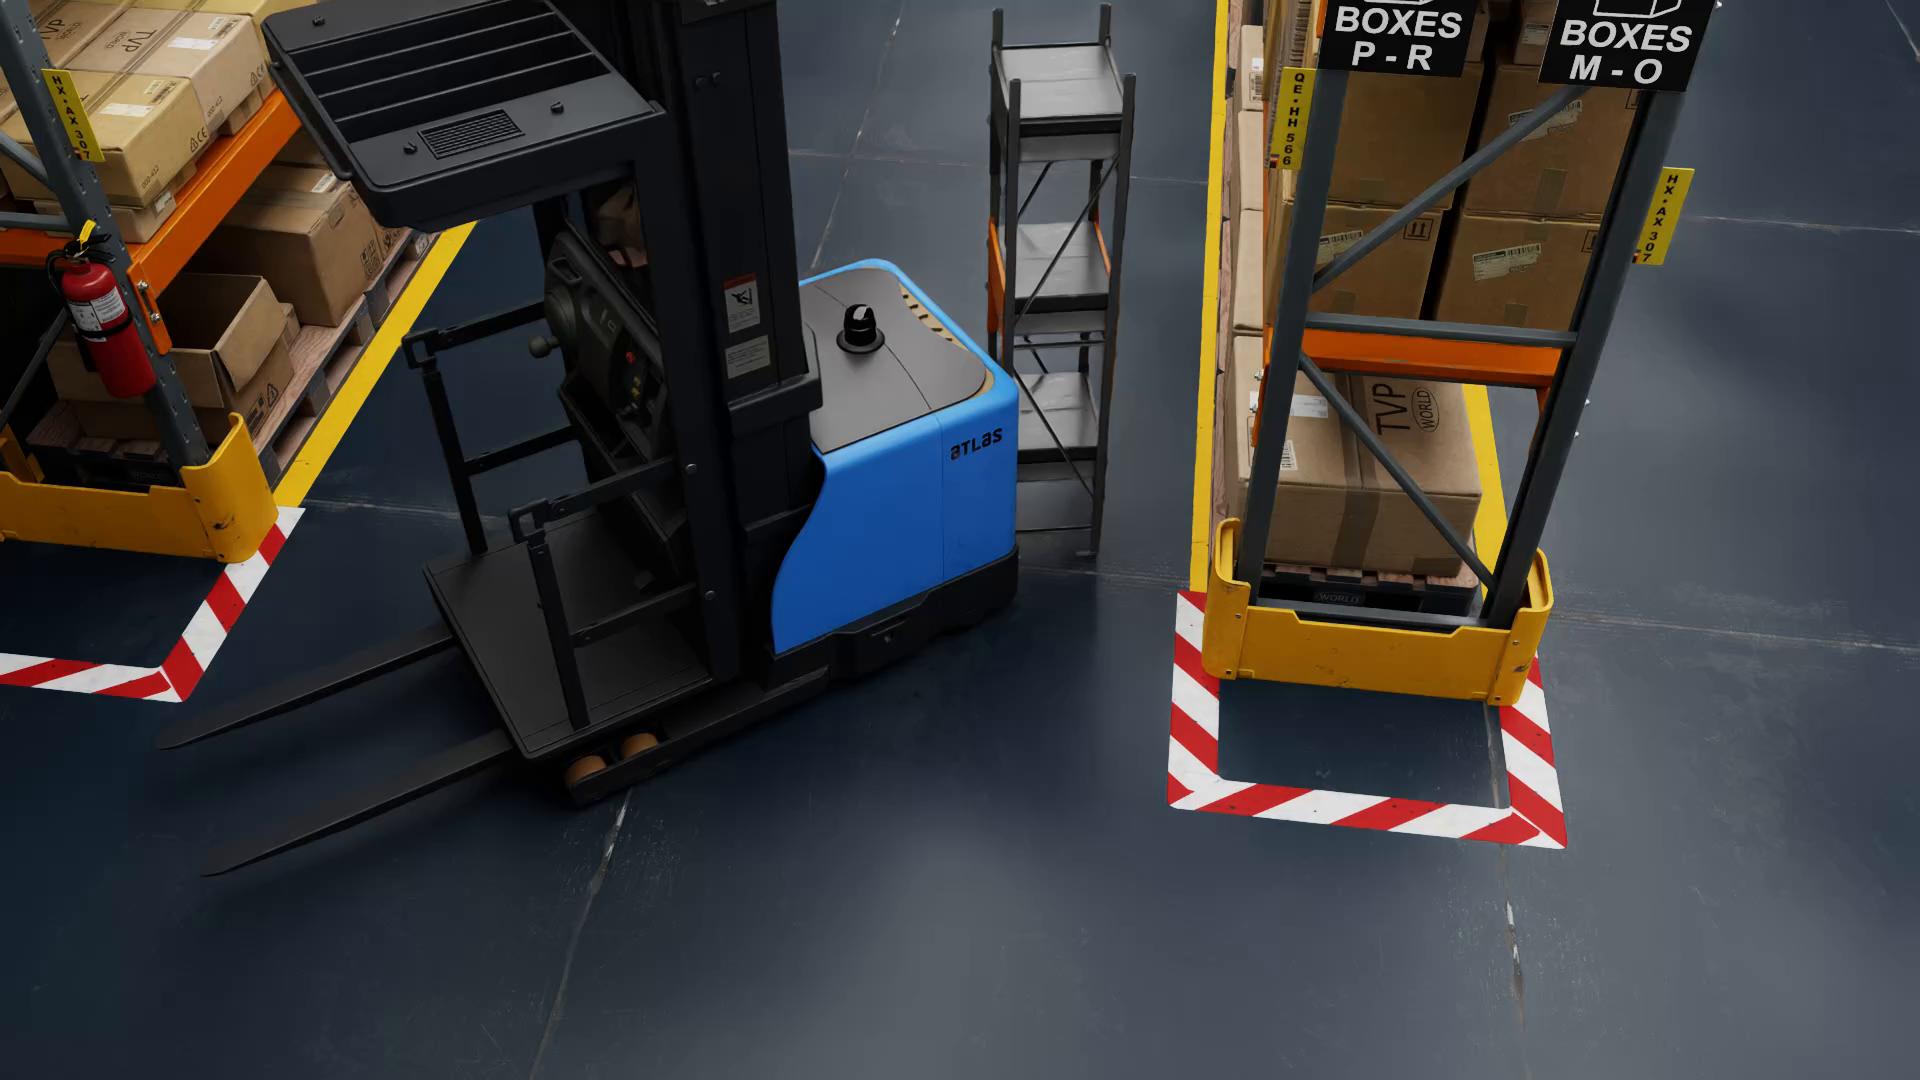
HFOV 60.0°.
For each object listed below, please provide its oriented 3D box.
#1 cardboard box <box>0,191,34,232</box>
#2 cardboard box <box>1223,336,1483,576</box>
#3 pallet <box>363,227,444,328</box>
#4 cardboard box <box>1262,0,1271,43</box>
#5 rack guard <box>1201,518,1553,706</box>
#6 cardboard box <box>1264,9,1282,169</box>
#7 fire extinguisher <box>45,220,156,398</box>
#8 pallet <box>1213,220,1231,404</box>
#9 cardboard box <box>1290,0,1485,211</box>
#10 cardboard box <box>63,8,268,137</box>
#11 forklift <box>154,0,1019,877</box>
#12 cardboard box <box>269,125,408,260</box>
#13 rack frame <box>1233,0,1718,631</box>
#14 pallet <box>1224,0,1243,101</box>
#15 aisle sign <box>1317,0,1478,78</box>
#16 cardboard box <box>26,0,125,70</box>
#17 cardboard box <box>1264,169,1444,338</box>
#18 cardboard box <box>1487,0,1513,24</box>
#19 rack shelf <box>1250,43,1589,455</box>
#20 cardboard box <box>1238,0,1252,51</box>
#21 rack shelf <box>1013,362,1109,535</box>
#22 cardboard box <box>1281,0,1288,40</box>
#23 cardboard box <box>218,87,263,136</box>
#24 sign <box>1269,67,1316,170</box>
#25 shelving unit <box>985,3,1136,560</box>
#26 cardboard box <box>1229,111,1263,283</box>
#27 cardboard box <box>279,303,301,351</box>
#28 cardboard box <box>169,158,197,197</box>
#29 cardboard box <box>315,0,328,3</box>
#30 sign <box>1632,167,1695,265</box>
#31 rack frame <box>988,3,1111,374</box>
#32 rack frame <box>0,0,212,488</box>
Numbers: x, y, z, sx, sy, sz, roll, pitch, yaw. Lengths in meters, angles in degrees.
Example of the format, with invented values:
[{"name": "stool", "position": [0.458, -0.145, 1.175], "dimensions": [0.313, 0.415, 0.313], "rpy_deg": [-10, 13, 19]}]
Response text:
[{"name": "cardboard box", "position": [-3.635, -1.267, 6.089], "dimensions": [0.380, 0.149, 0.250], "rpy_deg": [5, 44, 5]}, {"name": "cardboard box", "position": [1.496, -0.340, 6.486], "dimensions": [0.875, 0.438, 0.875], "rpy_deg": [4, 44, 4]}, {"name": "pallet", "position": [-3.135, -1.520, 8.202], "dimensions": [1.003, 0.211, 1.213], "rpy_deg": [5, 44, 6]}, {"name": "cardboard box", "position": [1.572, -2.445, 7.078], "dimensions": [0.500, 0.500, 0.500], "rpy_deg": [5, 44, 6]}, {"name": "rack guard", "position": [1.504, 0.265, 6.107], "dimensions": [1.175, 0.500, 0.348], "rpy_deg": [5, 44, 6]}, {"name": "cardboard box", "position": [1.448, -1.741, 6.334], "dimensions": [0.500, 0.500, 0.500], "rpy_deg": [6, 44, 7]}, {"name": "fire extinguisher", "position": [-2.975, -0.802, 5.743], "dimensions": [0.296, 0.674, 0.183], "rpy_deg": [5, 44, 6]}, {"name": "pallet", "position": [1.699, -1.028, 7.682], "dimensions": [1.003, 0.211, 1.213], "rpy_deg": [5, 44, 6]}, {"name": "cardboard box", "position": [1.335, -1.409, 5.256], "dimensions": [0.500, 0.500, 0.500], "rpy_deg": [7, 44, 7]}, {"name": "cardboard box", "position": [-3.020, -1.790, 6.351], "dimensions": [0.500, 0.250, 0.500], "rpy_deg": [6, 44, 6]}, {"name": "forklift", "position": [-1.304, -0.569, 5.219], "dimensions": [3.031, 2.935, 1.130], "rpy_deg": [-23, 48, -22]}, {"name": "cardboard box", "position": [-2.918, -1.691, 7.867], "dimensions": [0.500, 0.500, 0.500], "rpy_deg": [6, 44, 6]}, {"name": "rack frame", "position": [1.507, -0.659, 5.265], "dimensions": [1.000, 3.000, 0.127], "rpy_deg": [5, 44, 6]}, {"name": "pallet", "position": [2.064, -2.906, 9.665], "dimensions": [1.003, 0.211, 1.213], "rpy_deg": [5, 44, 6]}, {"name": "aisle sign", "position": [1.191, -1.582, 4.349], "dimensions": [0.394, 0.787, 0.004], "rpy_deg": [5, 44, 6]}, {"name": "cardboard box", "position": [-3.546, -1.850, 6.415], "dimensions": [0.500, 0.250, 0.500], "rpy_deg": [5, 44, 6]}, {"name": "cardboard box", "position": [1.309, -1.048, 5.603], "dimensions": [0.500, 0.500, 0.500], "rpy_deg": [5, 44, 6]}, {"name": "cardboard box", "position": [1.793, -1.696, 5.088], "dimensions": [0.380, 0.149, 0.250], "rpy_deg": [6, 44, 7]}, {"name": "rack shelf", "position": [1.772, -1.761, 6.952], "dimensions": [1.077, 0.370, 4.000], "rpy_deg": [5, 44, 6]}, {"name": "cardboard box", "position": [2.039, -3.196, 9.184], "dimensions": [0.875, 0.875, 0.875], "rpy_deg": [6, 44, 7]}, {"name": "rack shelf", "position": [0.333, -0.344, 6.624], "dimensions": [0.431, 0.518, 0.480], "rpy_deg": [-4, 44, -4]}, {"name": "cardboard box", "position": [1.444, -2.105, 5.991], "dimensions": [0.500, 0.500, 0.500], "rpy_deg": [5, 44, 5]}, {"name": "cardboard box", "position": [-3.016, -1.742, 6.591], "dimensions": [0.380, 0.149, 0.250], "rpy_deg": [7, 44, 7]}, {"name": "sign", "position": [0.971, -1.225, 4.847], "dimensions": [0.100, 0.325, 0.005], "rpy_deg": [5, 44, 6]}, {"name": "shelving unit", "position": [0.333, -0.862, 6.133], "dimensions": [0.431, 2.100, 0.503], "rpy_deg": [-4, 44, -4]}, {"name": "cardboard box", "position": [1.729, -1.579, 7.794], "dimensions": [0.875, 0.438, 0.875], "rpy_deg": [4, 44, 4]}, {"name": "cardboard box", "position": [-3.144, -0.920, 7.308], "dimensions": [0.380, 0.149, 0.250], "rpy_deg": [4, 44, 4]}, {"name": "cardboard box", "position": [-3.110, -1.393, 6.223], "dimensions": [0.380, 0.149, 0.250], "rpy_deg": [6, 44, 7]}, {"name": "cardboard box", "position": [-2.909, -2.486, 7.087], "dimensions": [0.500, 0.250, 0.500], "rpy_deg": [4, 44, 4]}, {"name": "sign", "position": [2.057, -0.948, 4.882], "dimensions": [0.100, 0.325, 0.005], "rpy_deg": [5, 44, 6]}, {"name": "rack frame", "position": [0.310, -1.029, 6.310], "dimensions": [0.400, 2.100, 0.015], "rpy_deg": [-4, 44, -4]}, {"name": "rack frame", "position": [-3.413, -1.108, 5.739], "dimensions": [1.000, 3.000, 0.127], "rpy_deg": [5, 44, 6]}]
